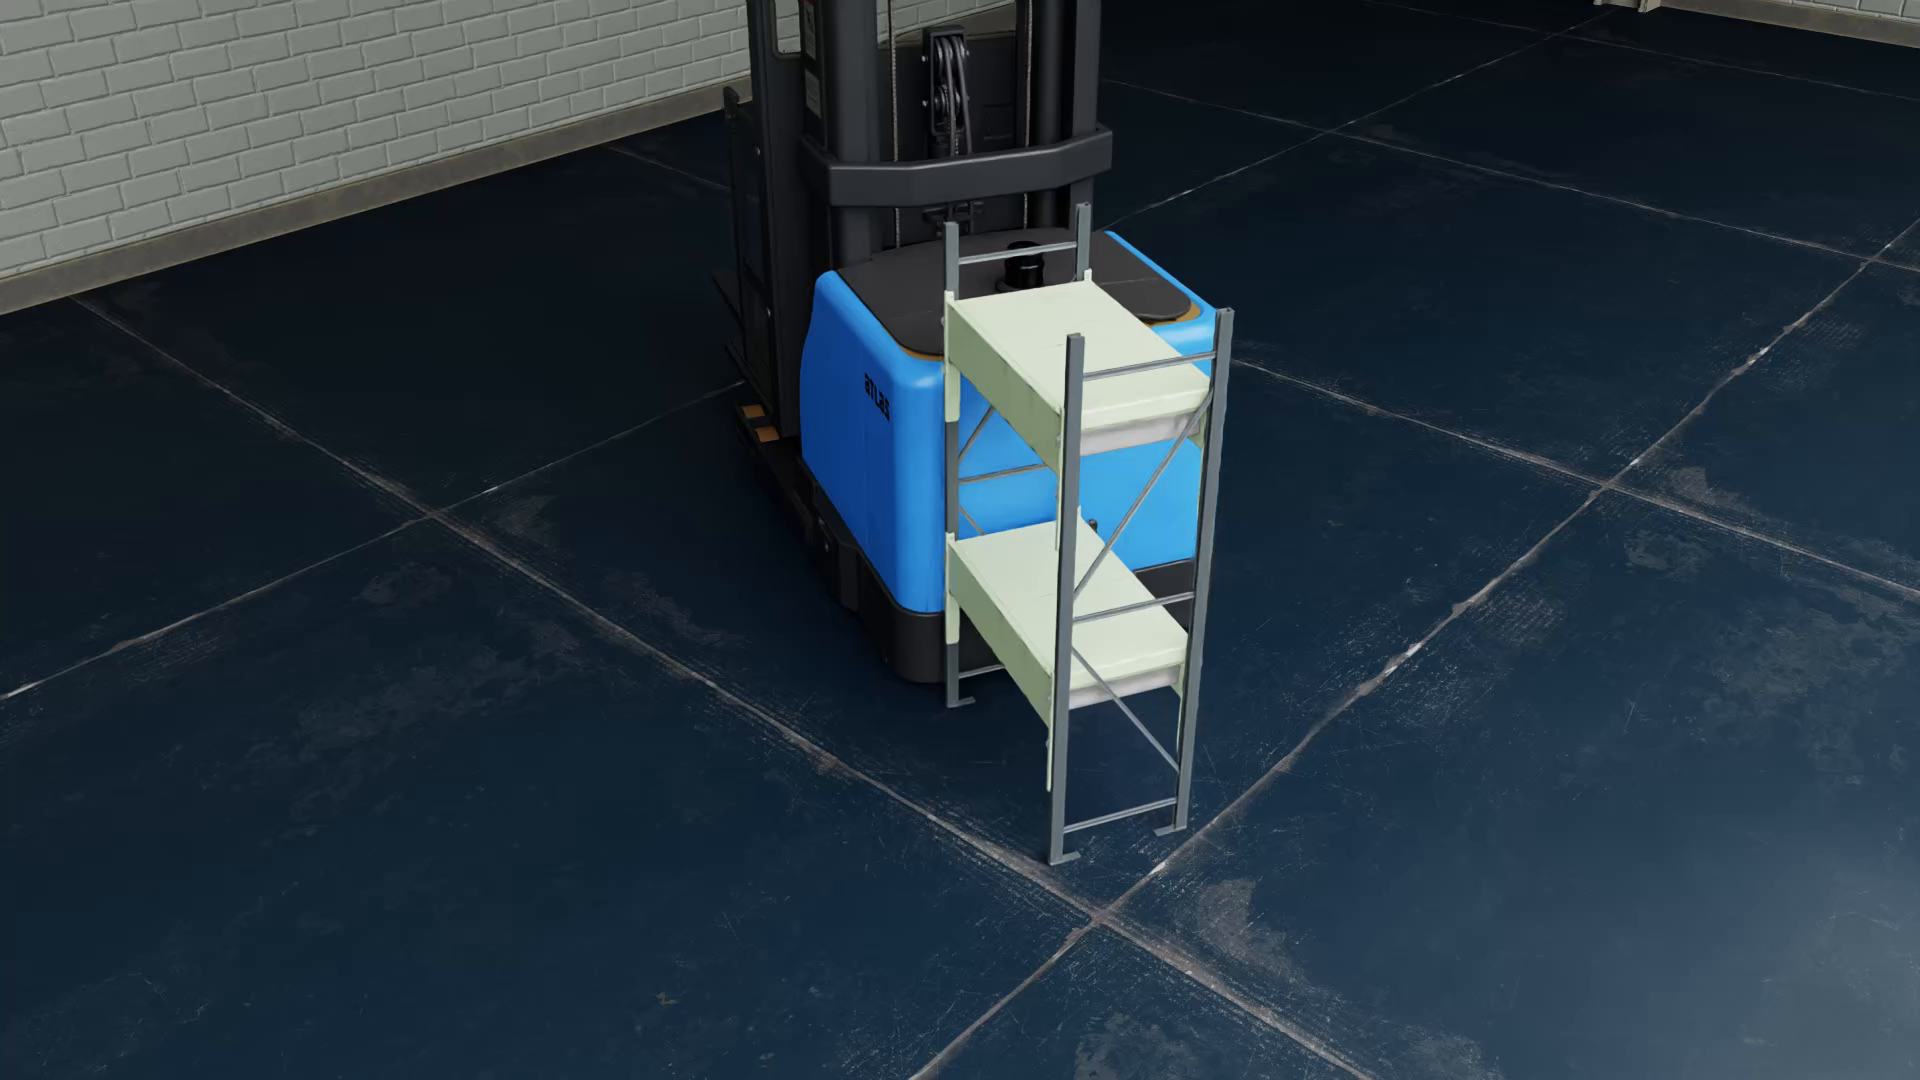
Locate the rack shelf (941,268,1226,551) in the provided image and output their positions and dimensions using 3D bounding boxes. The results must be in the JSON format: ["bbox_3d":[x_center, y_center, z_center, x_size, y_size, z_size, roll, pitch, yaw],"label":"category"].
[{"bbox_3d":[0.283,-0.343,4.107,0.431,0.370,0.720,-12,33,-19],"label":"rack shelf"}]

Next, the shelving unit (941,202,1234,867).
[{"bbox_3d":[0.282,-0.009,4.309,0.431,1.500,0.755,-12,33,-19],"label":"shelving unit"}]

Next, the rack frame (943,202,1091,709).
[{"bbox_3d":[0.147,-0.185,4.600,0.400,1.500,0.023,-12,33,-19],"label":"rack frame"}]

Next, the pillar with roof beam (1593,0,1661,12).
[{"bbox_3d":[2.071,-6.192,7.310,0.400,9.000,9.100,25,39,35],"label":"pillar with roof beam"}]

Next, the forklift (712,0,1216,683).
[{"bbox_3d":[-0.220,-1.581,5.534,1.130,2.935,3.031,-11,33,-18],"label":"forklift"}]

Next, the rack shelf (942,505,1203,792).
[{"bbox_3d":[0.282,0.270,4.478,0.431,0.370,0.720,-12,33,-19],"label":"rack shelf"}]

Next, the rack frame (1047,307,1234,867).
[{"bbox_3d":[0.418,0.167,4.018,0.400,1.500,0.023,-12,33,-19],"label":"rack frame"}]
